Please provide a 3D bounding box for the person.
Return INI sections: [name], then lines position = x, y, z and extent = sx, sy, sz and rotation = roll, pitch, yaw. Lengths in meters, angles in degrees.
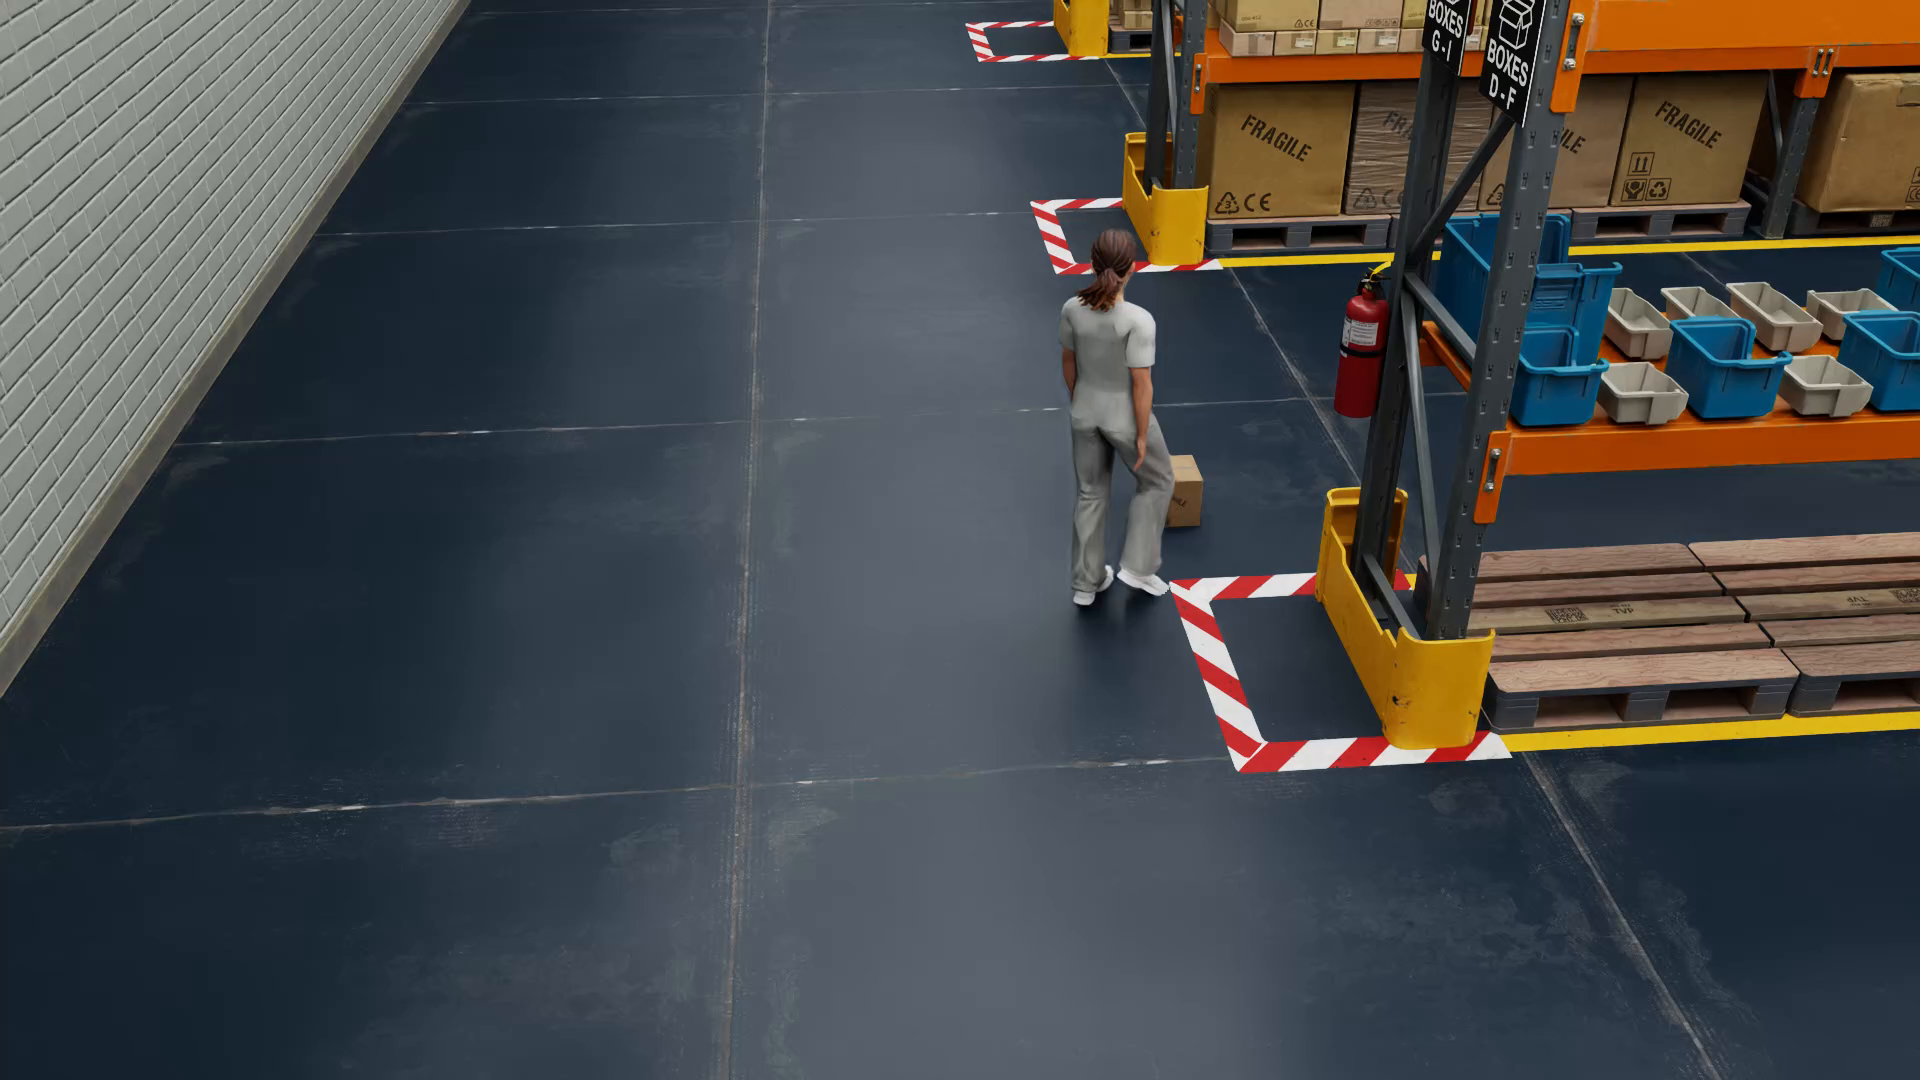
[person]
position = 0.634, -0.474, 6.932
extent = 0.469, 1.737, 0.445
rotation = 19, 36, 28
